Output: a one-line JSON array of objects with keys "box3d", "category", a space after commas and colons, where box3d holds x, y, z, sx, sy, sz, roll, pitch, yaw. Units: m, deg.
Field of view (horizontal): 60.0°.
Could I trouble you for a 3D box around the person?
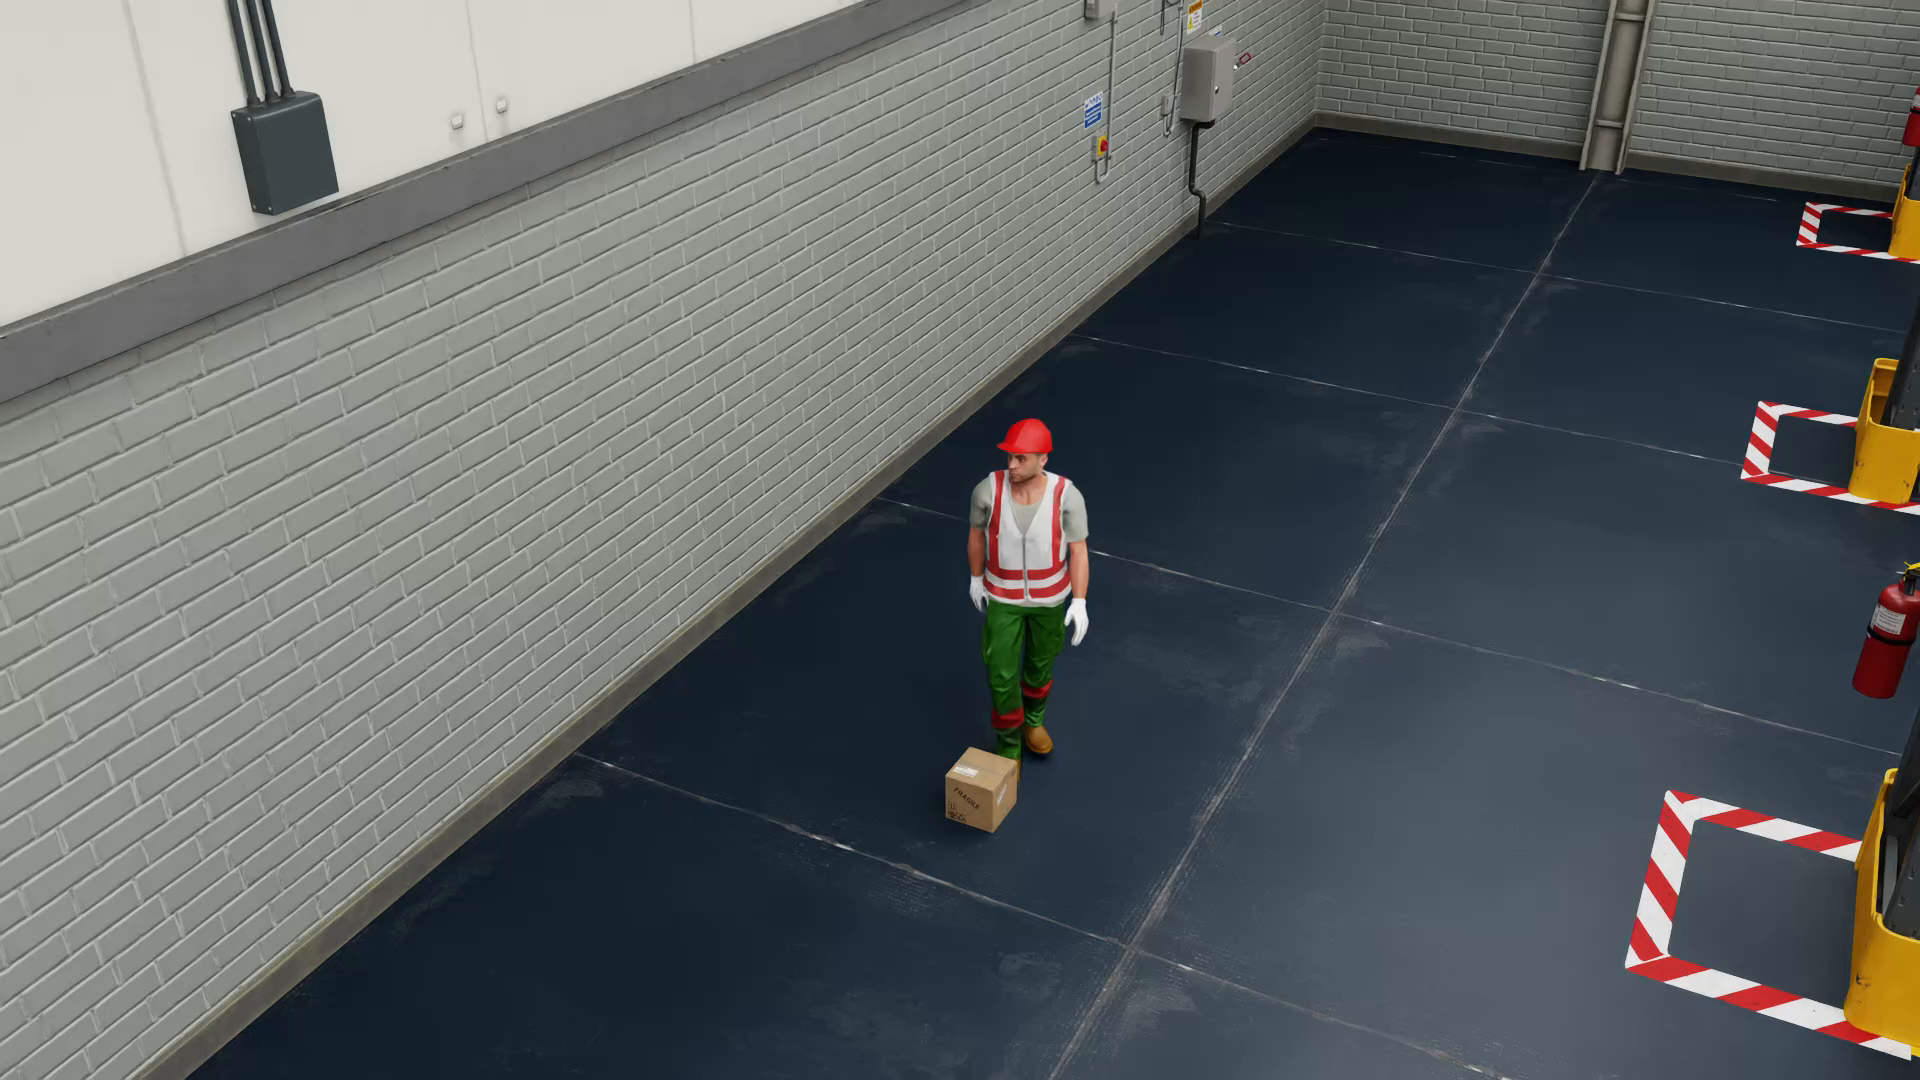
[{"box3d": [0.309, 0.333, 7.732, 0.555, 1.857, 0.608, 0, 30, 1], "category": "person"}]
